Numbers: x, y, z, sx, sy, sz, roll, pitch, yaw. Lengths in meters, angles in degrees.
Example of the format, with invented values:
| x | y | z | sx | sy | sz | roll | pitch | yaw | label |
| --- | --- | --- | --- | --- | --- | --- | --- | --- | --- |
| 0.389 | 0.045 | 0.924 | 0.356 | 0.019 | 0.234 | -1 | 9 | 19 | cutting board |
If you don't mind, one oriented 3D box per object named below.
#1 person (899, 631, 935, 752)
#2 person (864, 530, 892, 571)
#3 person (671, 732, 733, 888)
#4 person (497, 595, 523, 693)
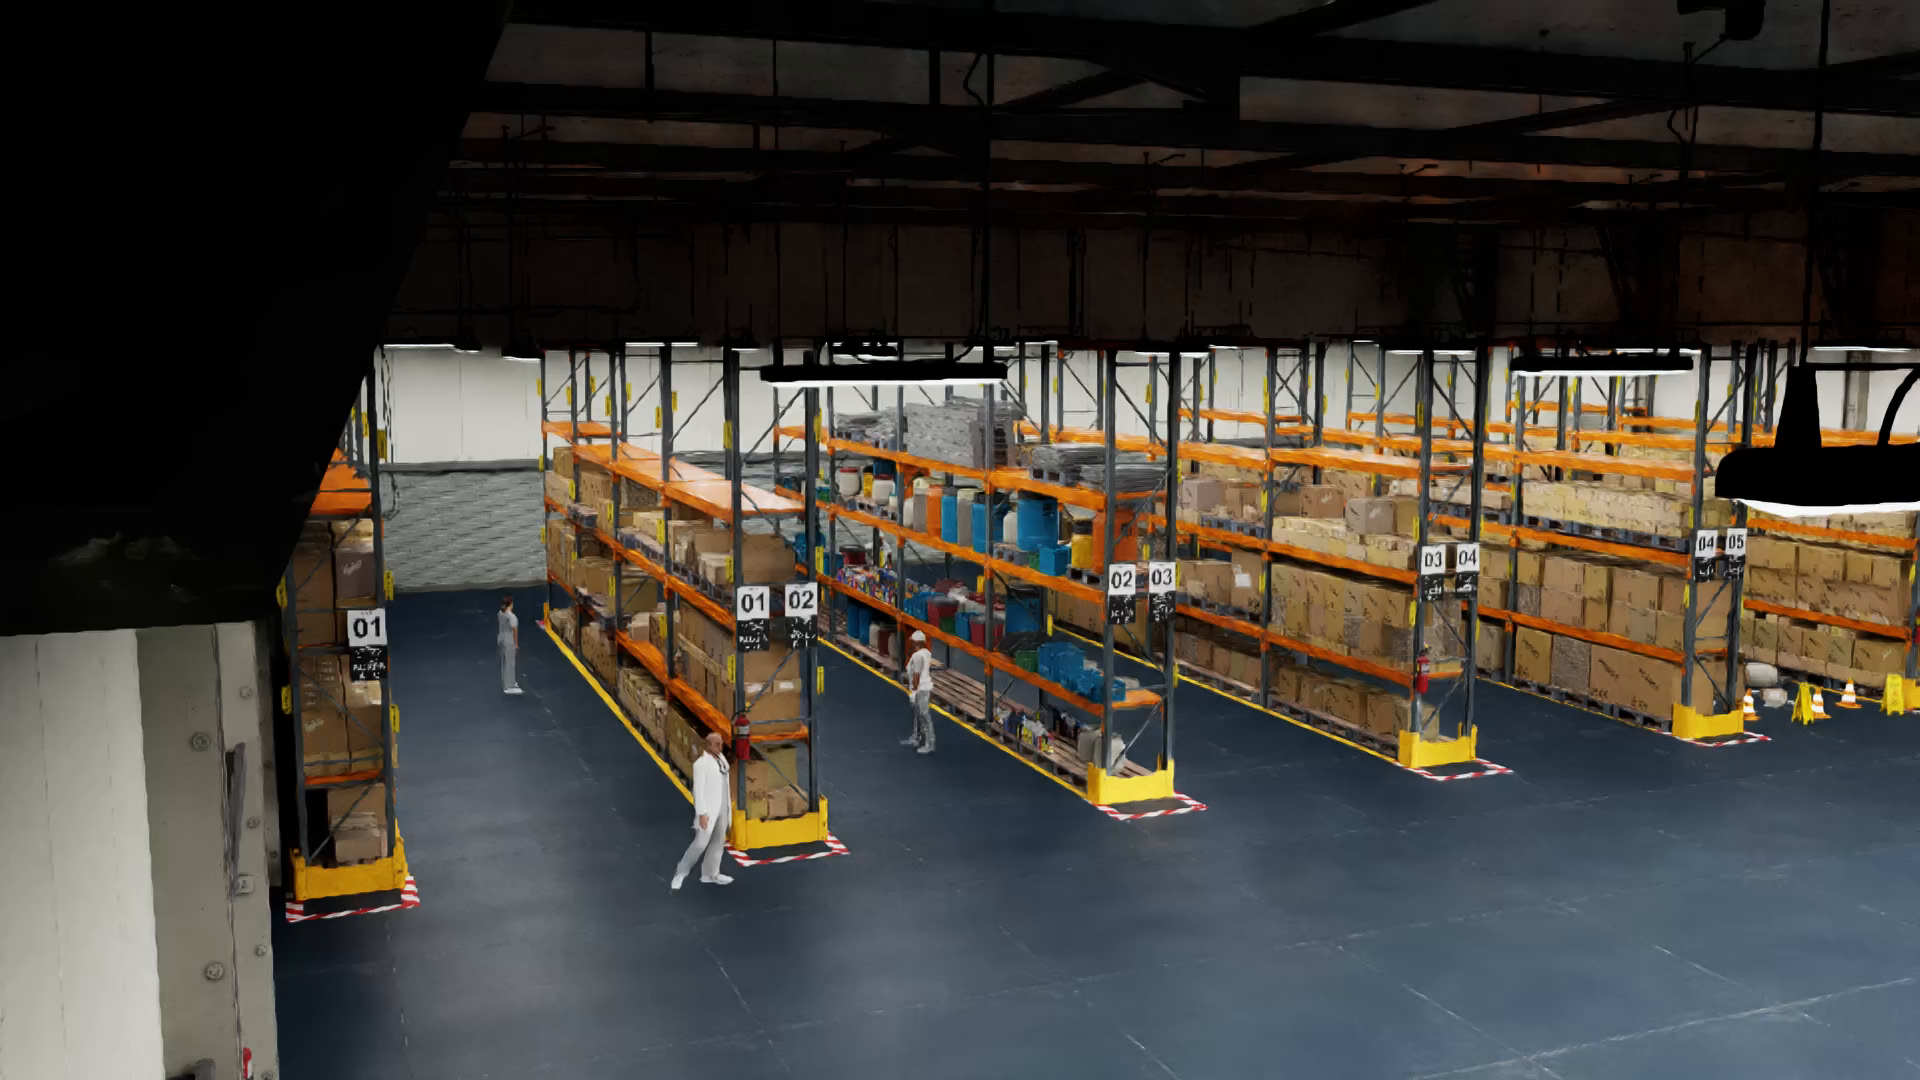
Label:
| x | y | z | sx | sy | sz | roll | pitch | yaw | label |
| --- | --- | --- | --- | --- | --- | --- | --- | --- | --- |
| -0.638 | 2.224 | 24.733 | 0.577 | 1.783 | 0.662 | 1 | 7 | 5 | person |
| -1.872 | 0.622 | 37.453 | 0.708 | 1.714 | 0.572 | -3 | 8 | -24 | person |
| -2.902 | 3.035 | 18.678 | 0.558 | 1.769 | 0.786 | 4 | 8 | 28 | person |
| -7.726 | 1.772 | 28.599 | 0.540 | 1.679 | 0.449 | 6 | 10 | 39 | person |
